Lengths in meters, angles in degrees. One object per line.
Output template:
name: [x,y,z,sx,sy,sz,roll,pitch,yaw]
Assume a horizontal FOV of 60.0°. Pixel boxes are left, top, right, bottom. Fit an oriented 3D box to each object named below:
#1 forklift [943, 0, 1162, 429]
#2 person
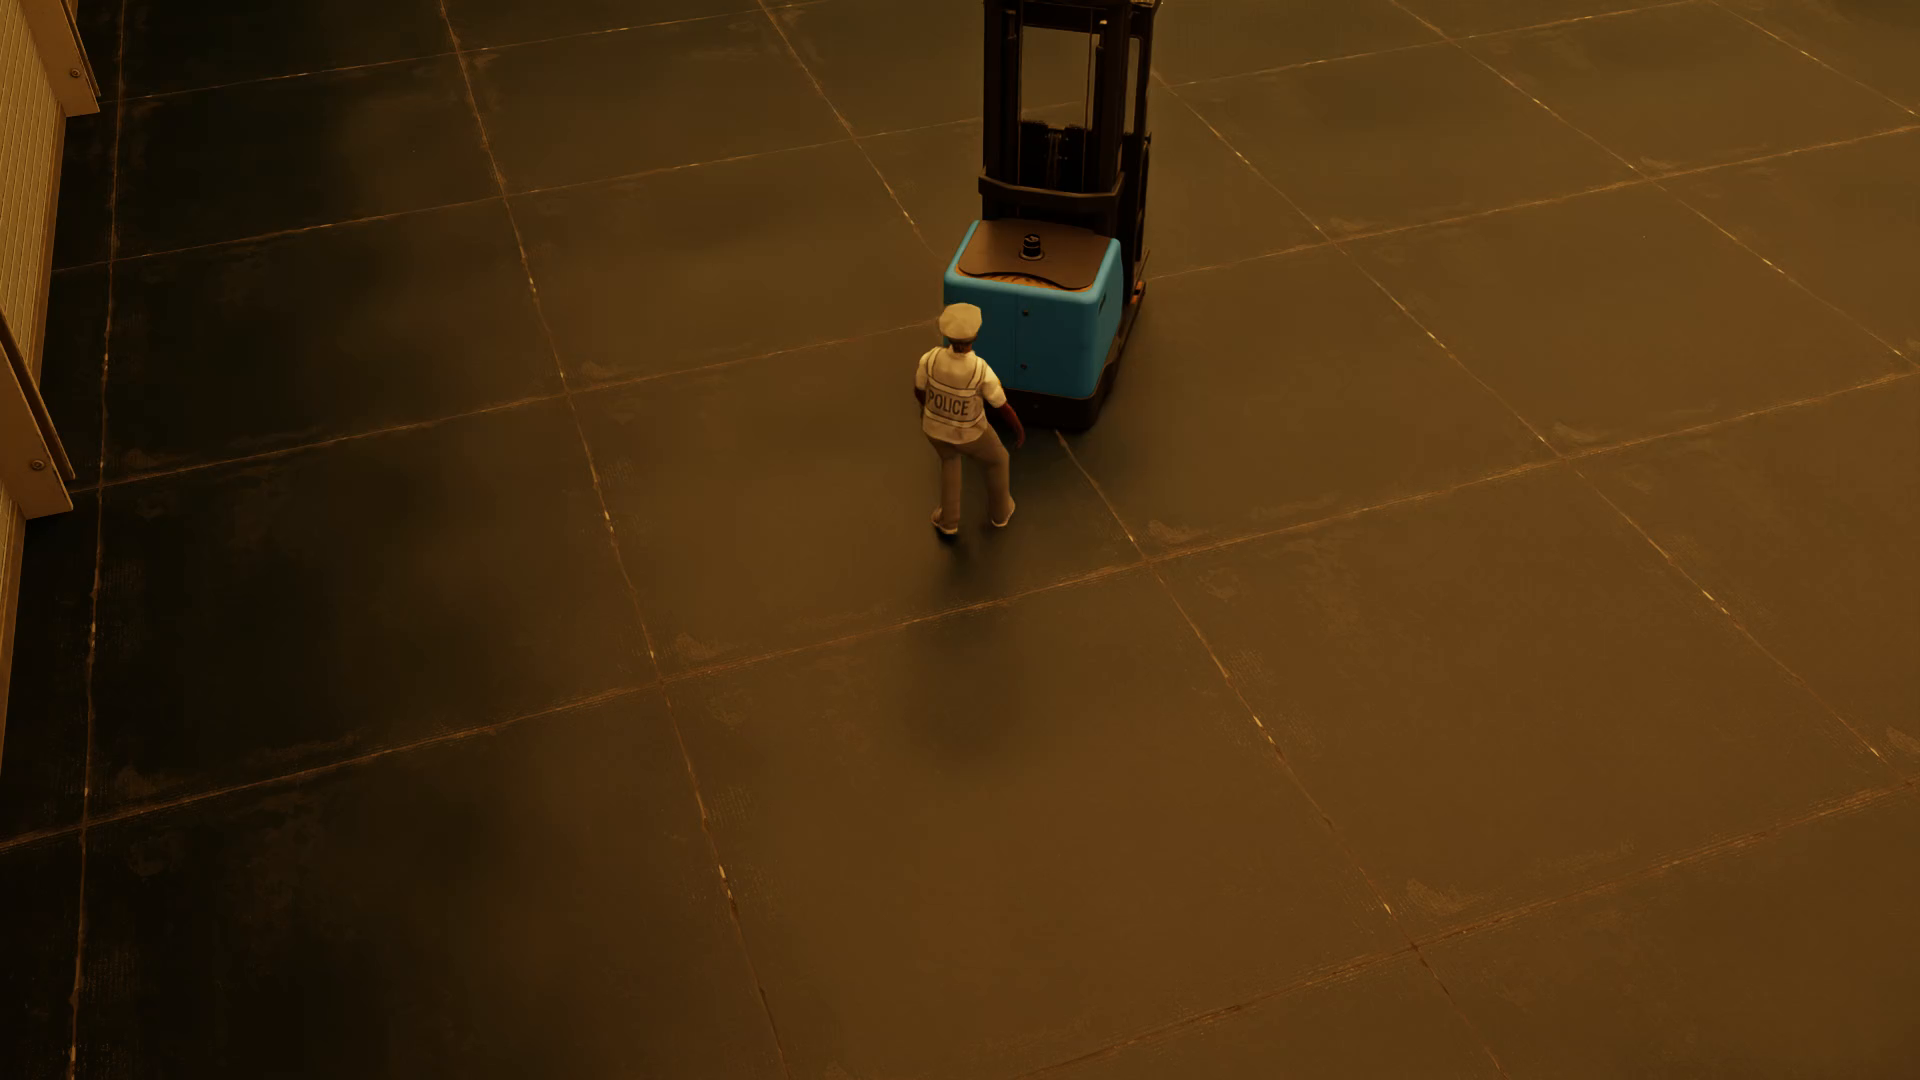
forklift: [0.758,-2.816,11.351,1.130,2.935,3.031,10,41,12]
person: [0.078,-0.730,9.878,0.643,1.629,0.587,14,42,16]
